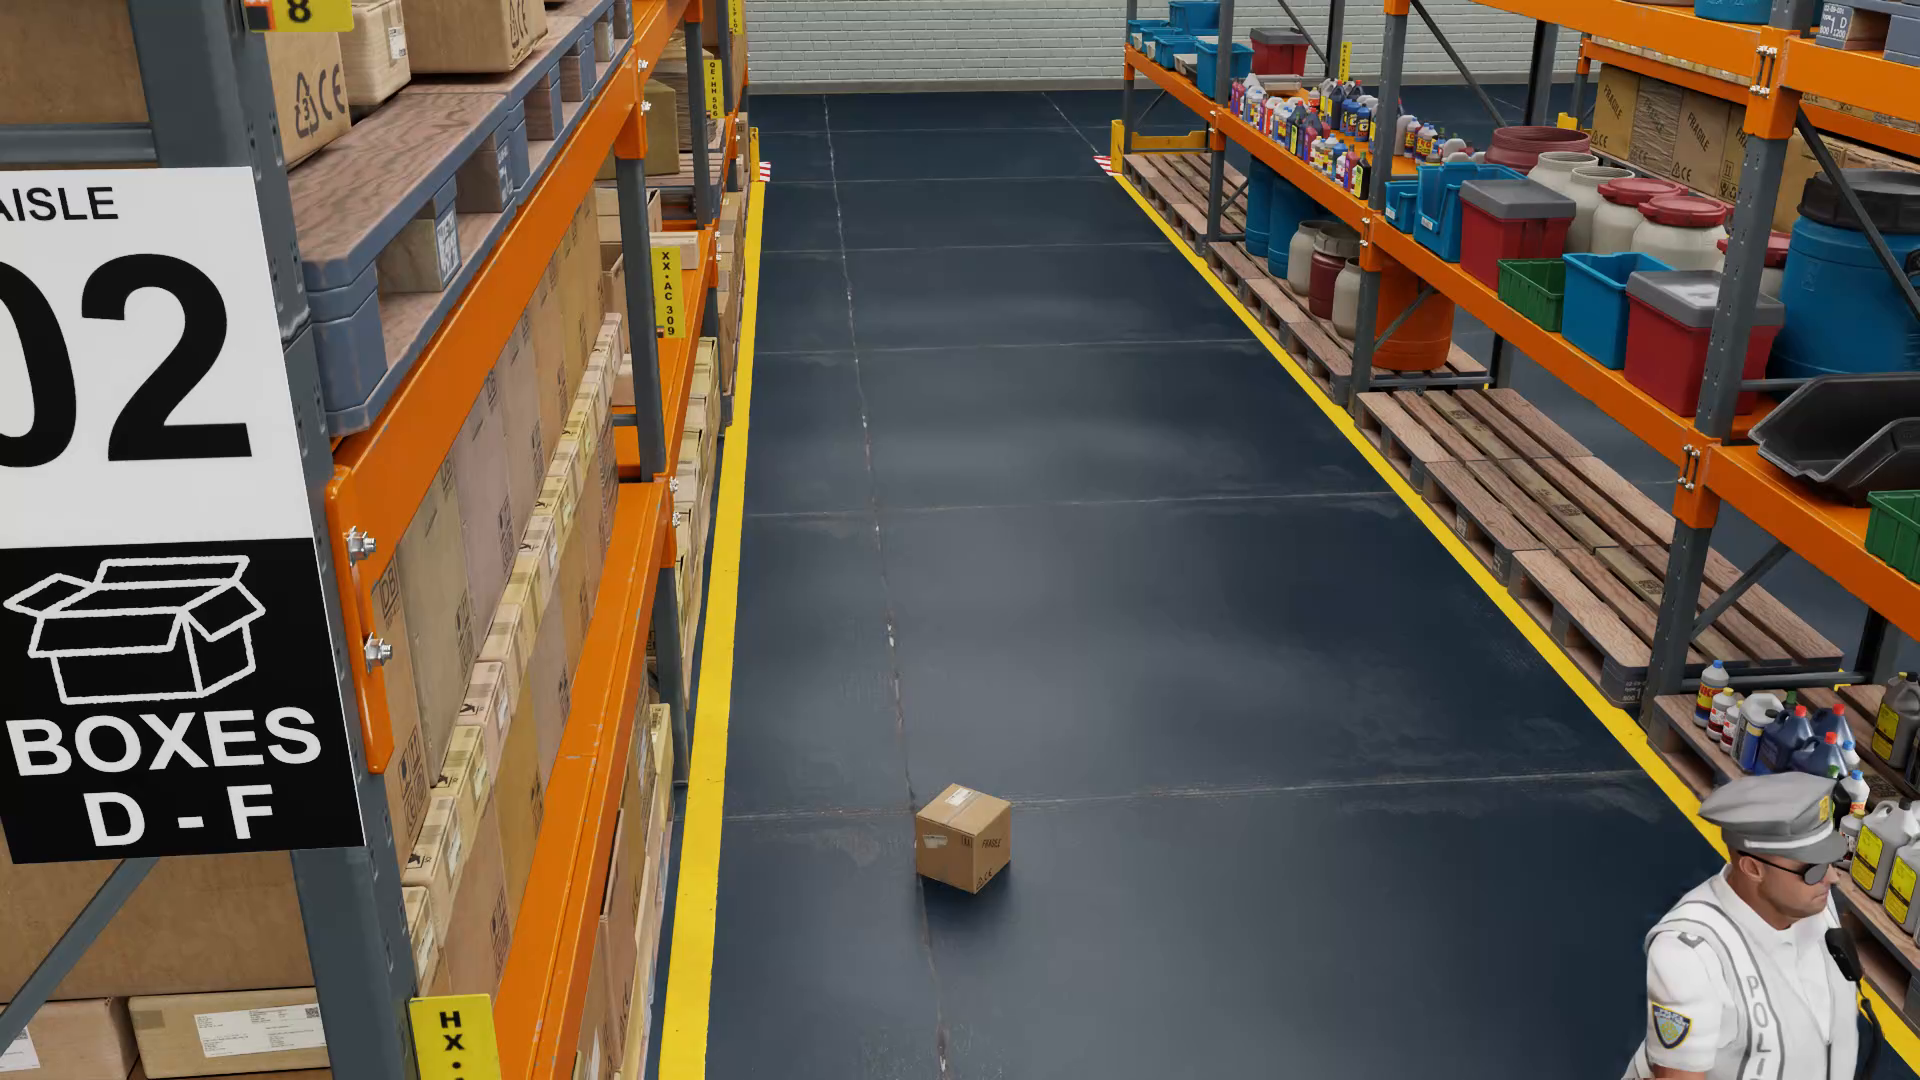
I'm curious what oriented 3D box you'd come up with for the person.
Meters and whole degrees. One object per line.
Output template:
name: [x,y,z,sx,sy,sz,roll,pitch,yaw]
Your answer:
person: [1.670,1.341,3.546,0.533,1.846,0.652,-12,26,-26]
